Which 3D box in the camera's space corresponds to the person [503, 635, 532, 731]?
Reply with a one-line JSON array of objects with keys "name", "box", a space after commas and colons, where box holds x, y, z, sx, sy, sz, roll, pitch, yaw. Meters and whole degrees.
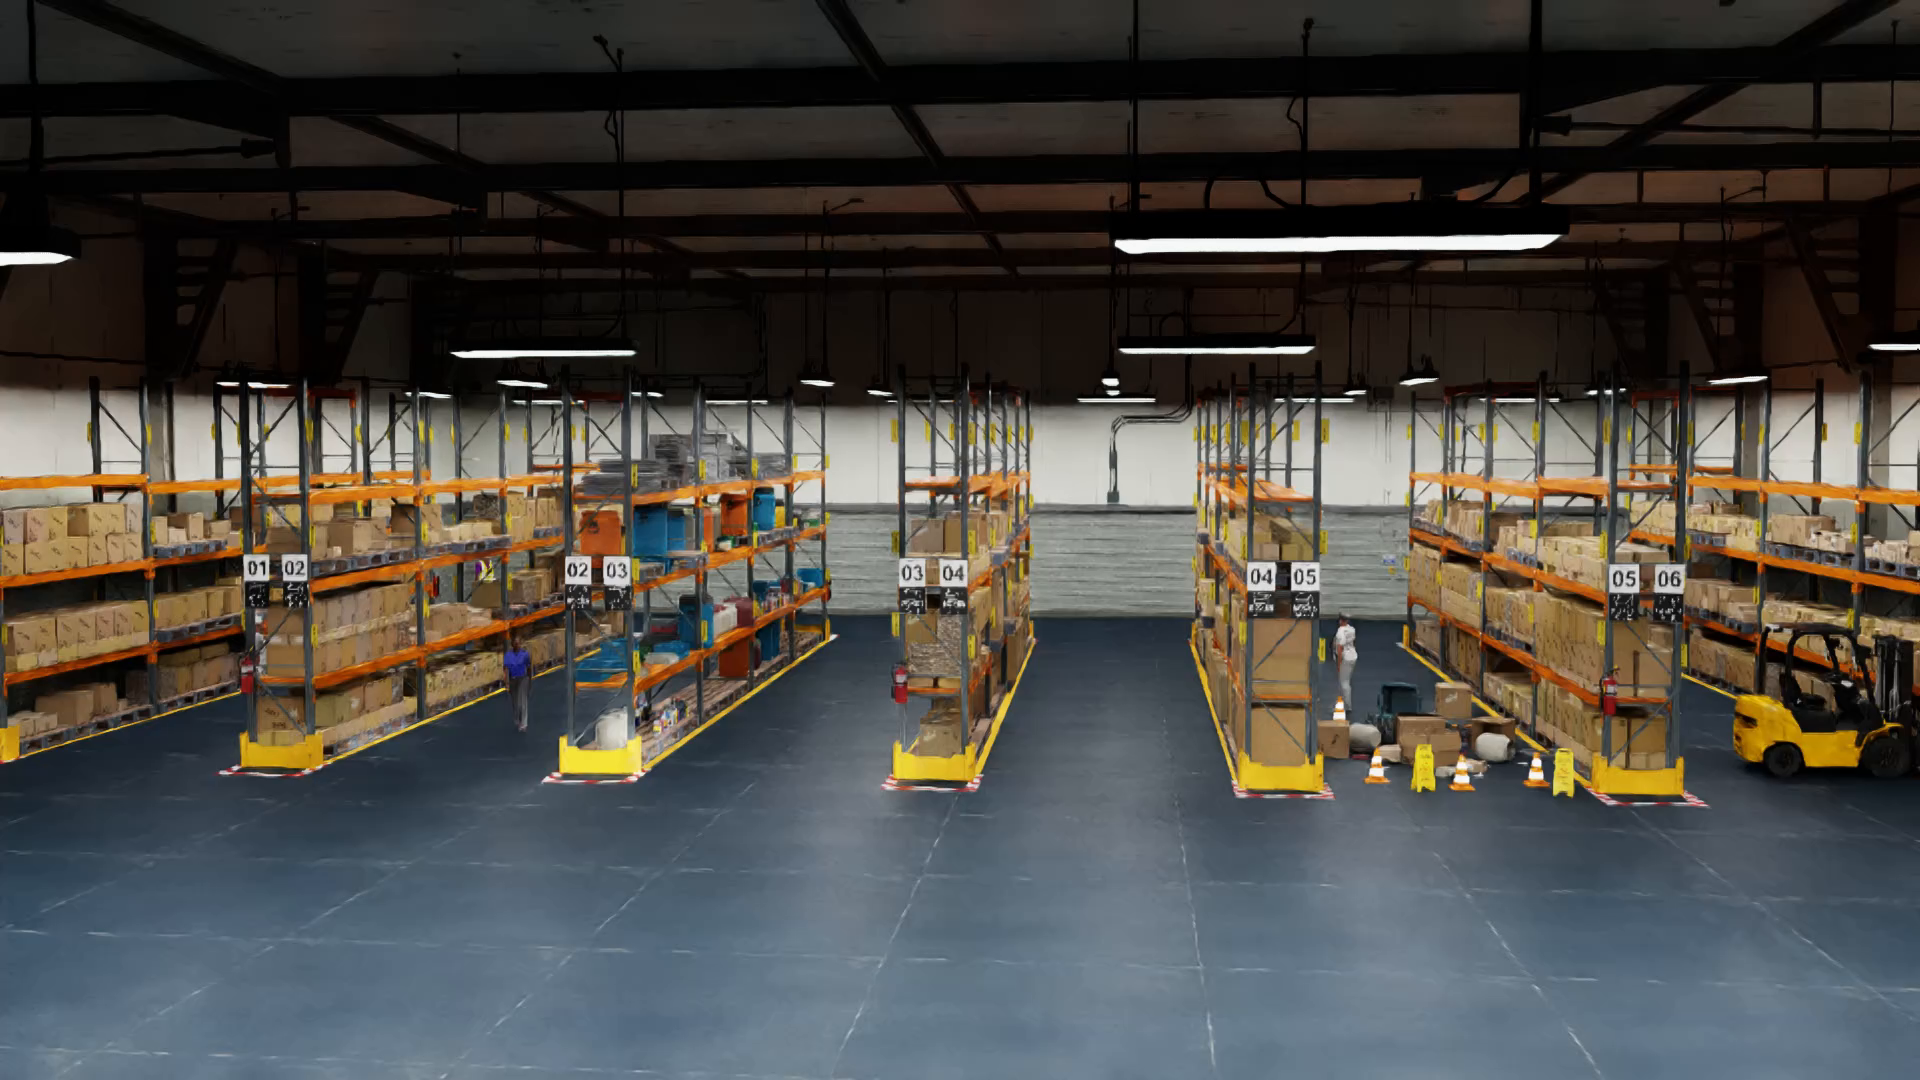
[{"name": "person", "box": [-7.471, 2.392, 28.059, 0.443, 1.587, 0.996, 0, 4, -3]}]

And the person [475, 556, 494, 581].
[{"name": "person", "box": [-13.251, 1.170, 46.089, 0.727, 1.765, 0.480, -3, 5, -41]}]

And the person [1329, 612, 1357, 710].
[{"name": "person", "box": [6.906, 2.183, 30.097, 0.504, 1.759, 0.588, 3, 5, 36]}]

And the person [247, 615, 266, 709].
[{"name": "person", "box": [-12.334, 2.213, 29.312, 0.457, 1.783, 0.618, -2, 4, -23]}]
